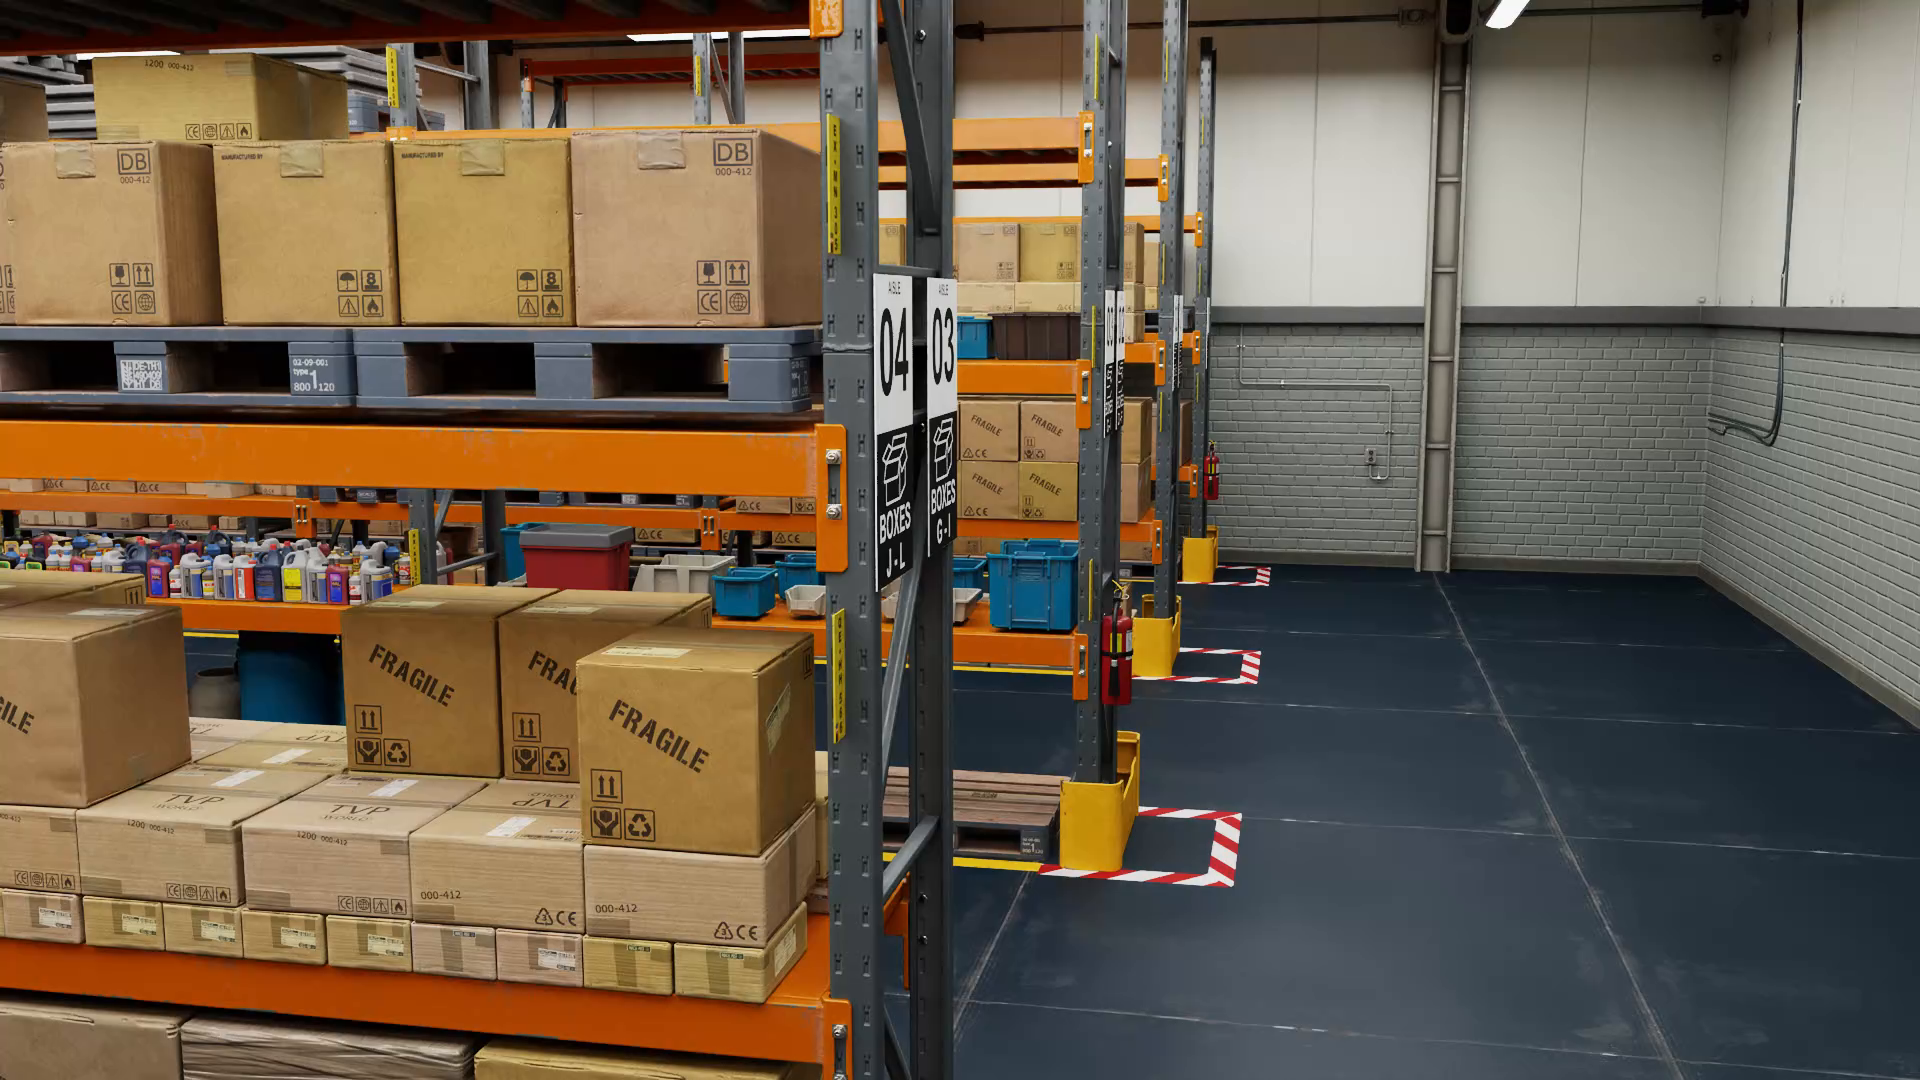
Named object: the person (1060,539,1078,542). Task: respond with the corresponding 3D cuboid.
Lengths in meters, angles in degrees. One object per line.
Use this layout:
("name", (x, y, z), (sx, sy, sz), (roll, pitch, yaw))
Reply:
("person", (0.970, 0.006, 16.204), (0.518, 1.691, 0.446), (2, 8, 11))
